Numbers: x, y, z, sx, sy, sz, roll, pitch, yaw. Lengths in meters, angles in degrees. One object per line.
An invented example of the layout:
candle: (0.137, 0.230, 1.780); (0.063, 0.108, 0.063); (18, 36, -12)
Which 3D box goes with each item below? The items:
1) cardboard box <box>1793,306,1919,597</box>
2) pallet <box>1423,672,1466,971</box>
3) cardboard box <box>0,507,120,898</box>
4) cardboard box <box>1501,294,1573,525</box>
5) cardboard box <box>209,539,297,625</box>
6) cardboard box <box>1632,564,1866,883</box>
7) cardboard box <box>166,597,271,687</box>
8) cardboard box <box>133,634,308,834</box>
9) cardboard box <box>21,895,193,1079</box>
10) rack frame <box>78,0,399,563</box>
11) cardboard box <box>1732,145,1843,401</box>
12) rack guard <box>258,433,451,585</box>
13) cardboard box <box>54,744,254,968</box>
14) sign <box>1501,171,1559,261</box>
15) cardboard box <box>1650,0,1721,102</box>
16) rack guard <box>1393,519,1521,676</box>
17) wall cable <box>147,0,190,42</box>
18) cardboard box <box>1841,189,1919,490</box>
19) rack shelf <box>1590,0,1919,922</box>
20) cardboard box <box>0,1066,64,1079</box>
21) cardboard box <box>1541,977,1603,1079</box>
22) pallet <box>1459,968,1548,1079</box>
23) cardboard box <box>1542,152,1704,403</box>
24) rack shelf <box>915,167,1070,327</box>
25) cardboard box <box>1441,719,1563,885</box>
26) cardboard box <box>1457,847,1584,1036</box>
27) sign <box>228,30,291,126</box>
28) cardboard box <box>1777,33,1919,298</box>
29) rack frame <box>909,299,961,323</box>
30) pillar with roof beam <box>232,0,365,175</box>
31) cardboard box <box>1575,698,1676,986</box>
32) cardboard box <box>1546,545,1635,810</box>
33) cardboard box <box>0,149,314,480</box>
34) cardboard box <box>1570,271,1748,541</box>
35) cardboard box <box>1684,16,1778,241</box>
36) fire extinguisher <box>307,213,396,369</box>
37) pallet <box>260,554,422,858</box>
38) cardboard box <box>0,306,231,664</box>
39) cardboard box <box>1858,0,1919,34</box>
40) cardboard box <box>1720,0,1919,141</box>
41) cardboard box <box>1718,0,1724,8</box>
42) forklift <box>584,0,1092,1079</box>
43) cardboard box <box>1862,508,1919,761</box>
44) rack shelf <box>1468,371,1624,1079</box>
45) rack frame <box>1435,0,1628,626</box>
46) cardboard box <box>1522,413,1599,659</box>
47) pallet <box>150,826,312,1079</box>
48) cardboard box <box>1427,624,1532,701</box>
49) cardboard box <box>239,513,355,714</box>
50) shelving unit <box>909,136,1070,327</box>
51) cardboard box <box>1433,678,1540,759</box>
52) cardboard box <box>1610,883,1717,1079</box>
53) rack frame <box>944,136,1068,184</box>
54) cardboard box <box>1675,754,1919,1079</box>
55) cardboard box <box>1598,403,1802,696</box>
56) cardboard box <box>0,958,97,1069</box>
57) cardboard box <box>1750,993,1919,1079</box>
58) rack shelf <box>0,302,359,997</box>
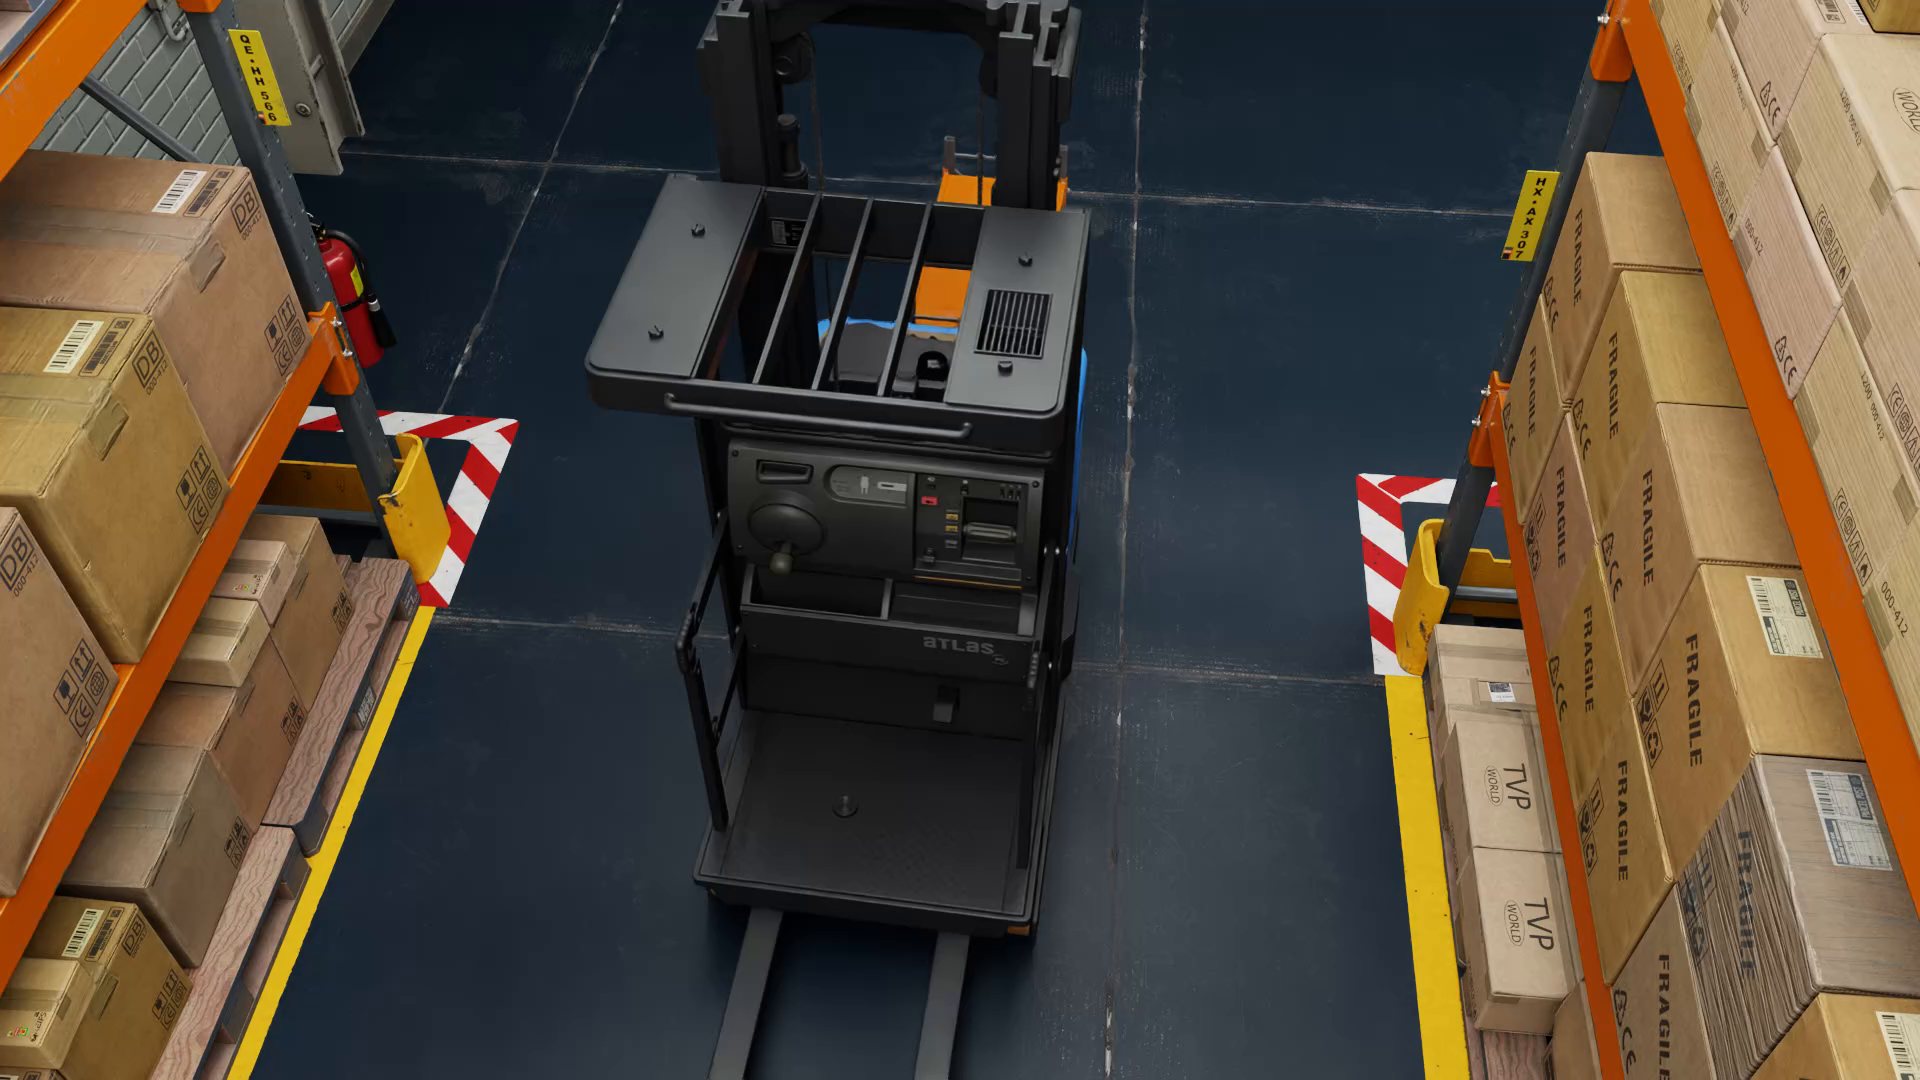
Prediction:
cardboard box: (1.823, -0.147, 2.920); (0.500, 0.250, 0.500); (4, 48, 4)
pallet: (2.186, 0.936, 5.751); (1.003, 0.211, 1.213); (4, 48, 4)
cardboard box: (-2.839, 0.391, 4.156); (0.980, 0.700, 0.700); (2, 48, 2)
cardboard box: (1.962, -0.373, 4.990); (0.500, 0.500, 0.500); (5, 48, 4)
cardboard box: (-2.463, 0.133, 5.565); (0.380, 0.149, 0.250); (3, 48, 3)
cardboard box: (1.826, 0.415, 3.592); (0.500, 0.500, 0.500); (3, 48, 3)
cardboard box: (-2.486, 0.321, 5.394); (0.380, 0.149, 0.250); (5, 48, 5)
cardboard box: (-2.678, 0.613, 5.566); (0.700, 0.500, 0.500); (4, 48, 3)
cardboard box: (-2.765, 1.375, 4.869); (0.700, 0.500, 0.500); (5, 48, 4)
rack frame: (-2.669, -0.978, 5.612); (1.000, 3.000, 0.127); (4, 48, 4)
cardboard box: (1.862, -0.515, 3.257); (0.500, 0.250, 0.500); (4, 48, 4)
rack guard: (-2.666, -0.152, 6.550); (1.175, 0.500, 0.348); (4, 48, 4)
cardboard box: (-2.724, 0.983, 5.228); (0.700, 0.500, 0.500); (2, 48, 2)
sign: (1.724, -0.976, 5.023); (0.100, 0.325, 0.005); (4, 48, 4)
cardboard box: (1.965, -1.249, 3.928); (0.500, 0.250, 0.500); (4, 48, 4)
rack guard: (2.258, 0.252, 6.181); (1.175, 0.500, 0.348); (4, 48, 4)
wall cable: (-3.494, -2.325, 6.155); (0.084, 1.984, 1.851); (4, 48, 4)
cardboard box: (1.817, -0.316, 2.736); (0.500, 0.250, 0.500); (4, 48, 4)
rack shelf: (2.082, 0.053, 3.124); (1.077, 0.370, 4.000); (4, 48, 4)
cardboard box: (-2.814, 1.752, 4.524); (0.700, 0.500, 0.500); (3, 48, 3)
cardboard box: (2.066, 1.605, 4.643); (0.797, 0.503, 0.637); (4, 48, 4)
pallet: (2.072, 1.830, 4.934); (1.003, 0.211, 1.213); (4, 48, 4)
cardboard box: (1.962, -0.710, 4.621); (0.500, 0.500, 0.500); (5, 48, 5)
rack shelf: (0.113, -1.043, 6.545); (0.538, 0.278, 1.000); (6, 48, 6)
cardboard box: (1.887, 0.880, 5.478); (0.500, 0.250, 0.500); (4, 48, 4)
cardboard box: (1.842, 1.247, 5.142); (0.500, 0.250, 0.500); (4, 48, 4)
sign: (-2.130, -1.402, 5.054); (0.100, 0.325, 0.005); (4, 48, 4)
cardboard box: (1.867, -0.683, 3.072); (0.500, 0.250, 0.500); (4, 48, 4)
rack frame: (0.041, -0.474, 6.421); (0.500, 1.125, 0.032); (6, 48, 6)
pillar with roof beam: (1.003, -4.755, 5.001); (9.100, 9.000, 0.400); (4, 48, 4)
cardboard box: (1.824, 0.742, 3.970); (0.500, 0.500, 0.500); (4, 48, 4)
cardboard box: (1.871, 0.375, 4.306); (0.500, 0.500, 0.500); (4, 48, 3)
cardboard box: (-2.705, -0.704, 5.157); (0.980, 0.700, 0.700); (6, 48, 5)
cardboard box: (1.922, -0.326, 4.270); (0.500, 0.500, 0.500); (4, 48, 4)
cardboard box: (1.906, -0.882, 3.593); (0.500, 0.250, 0.500); (4, 48, 4)
fire extinguisher: (-2.195, -0.906, 5.851); (0.296, 0.674, 0.183); (4, 48, 4)
pallet: (-2.664, 0.556, 6.098); (1.003, 0.211, 1.213); (4, 48, 4)
cardboard box: (-2.760, -0.168, 4.668); (0.980, 0.700, 0.700); (4, 48, 3)
cardboard box: (2.104, -1.291, 3.120); (0.700, 0.500, 0.500); (4, 48, 4)
cardboard box: (1.906, -1.051, 3.408); (0.500, 0.250, 0.500); (4, 48, 4)
cardboard box: (1.959, -1.418, 3.744); (0.500, 0.250, 0.500); (4, 48, 4)
forklift: (-0.251, 0.038, 4.729); (1.130, 2.935, 3.031); (6, 48, 6)
cardboard box: (1.773, 0.220, 2.585); (0.500, 0.250, 0.500); (4, 48, 4)
rack shelf: (2.082, 1.065, 4.231); (1.077, 0.370, 4.000); (4, 48, 4)
rack frame: (2.265, -0.647, 5.309); (1.000, 3.000, 0.127); (4, 48, 4)
cardboard box: (1.920, 0.007, 4.643); (0.500, 0.500, 0.500); (3, 48, 3)
pallet: (-2.777, 1.450, 5.281); (1.003, 0.211, 1.213); (4, 48, 4)
cardboard box: (1.884, 0.451, 5.939); (0.380, 0.149, 0.250); (4, 48, 4)
cardboard box: (-2.633, 0.245, 5.902); (0.700, 0.500, 0.500); (4, 48, 4)
shelving unit: (0.113, -0.845, 6.761); (0.538, 1.125, 1.048); (6, 48, 6)
cardboard box: (1.862, 0.629, 5.764); (0.380, 0.166, 0.250); (4, 48, 4)
cardboard box: (1.780, 1.117, 3.628); (0.500, 0.500, 0.500); (5, 48, 4)
rack frame: (0.185, -1.216, 7.100); (0.500, 1.125, 0.032); (6, 48, 6)
cardboard box: (1.779, 0.785, 3.254); (0.500, 0.500, 0.500); (4, 48, 4)
cardboard box: (1.871, 0.042, 3.934); (0.500, 0.500, 0.500); (4, 48, 4)
cardboard box: (-2.603, 1.279, 4.517); (0.380, 0.149, 0.250); (3, 48, 2)
cardboard box: (1.732, 1.155, 2.915); (0.500, 0.500, 0.500); (3, 48, 3)
rack shelf: (-2.851, 0.735, 4.533); (1.077, 0.370, 4.000); (4, 48, 4)
